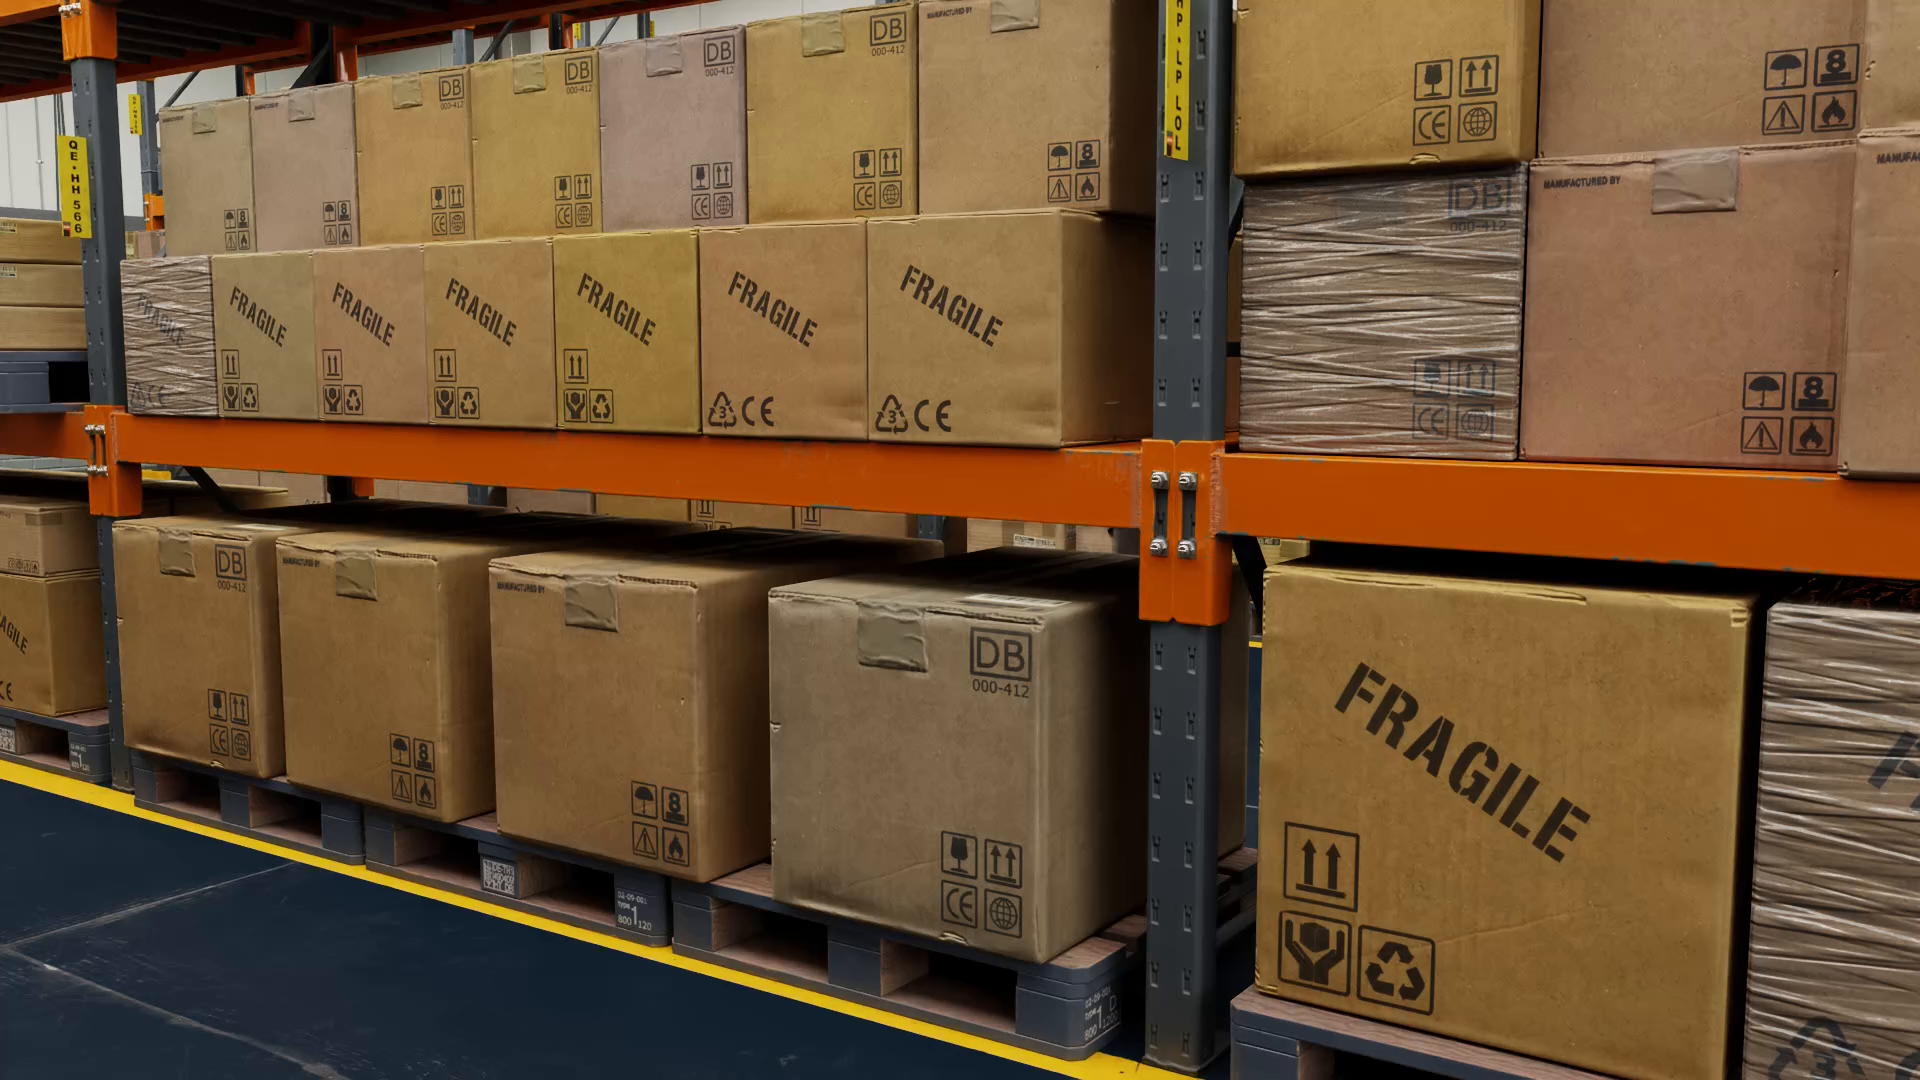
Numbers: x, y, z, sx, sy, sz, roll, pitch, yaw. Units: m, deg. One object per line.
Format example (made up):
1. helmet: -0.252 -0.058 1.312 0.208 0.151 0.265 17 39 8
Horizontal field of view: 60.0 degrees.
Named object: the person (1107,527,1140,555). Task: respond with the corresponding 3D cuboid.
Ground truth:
1. person: 0.839 -0.140 7.195 0.491 1.699 0.487 5 8 39
